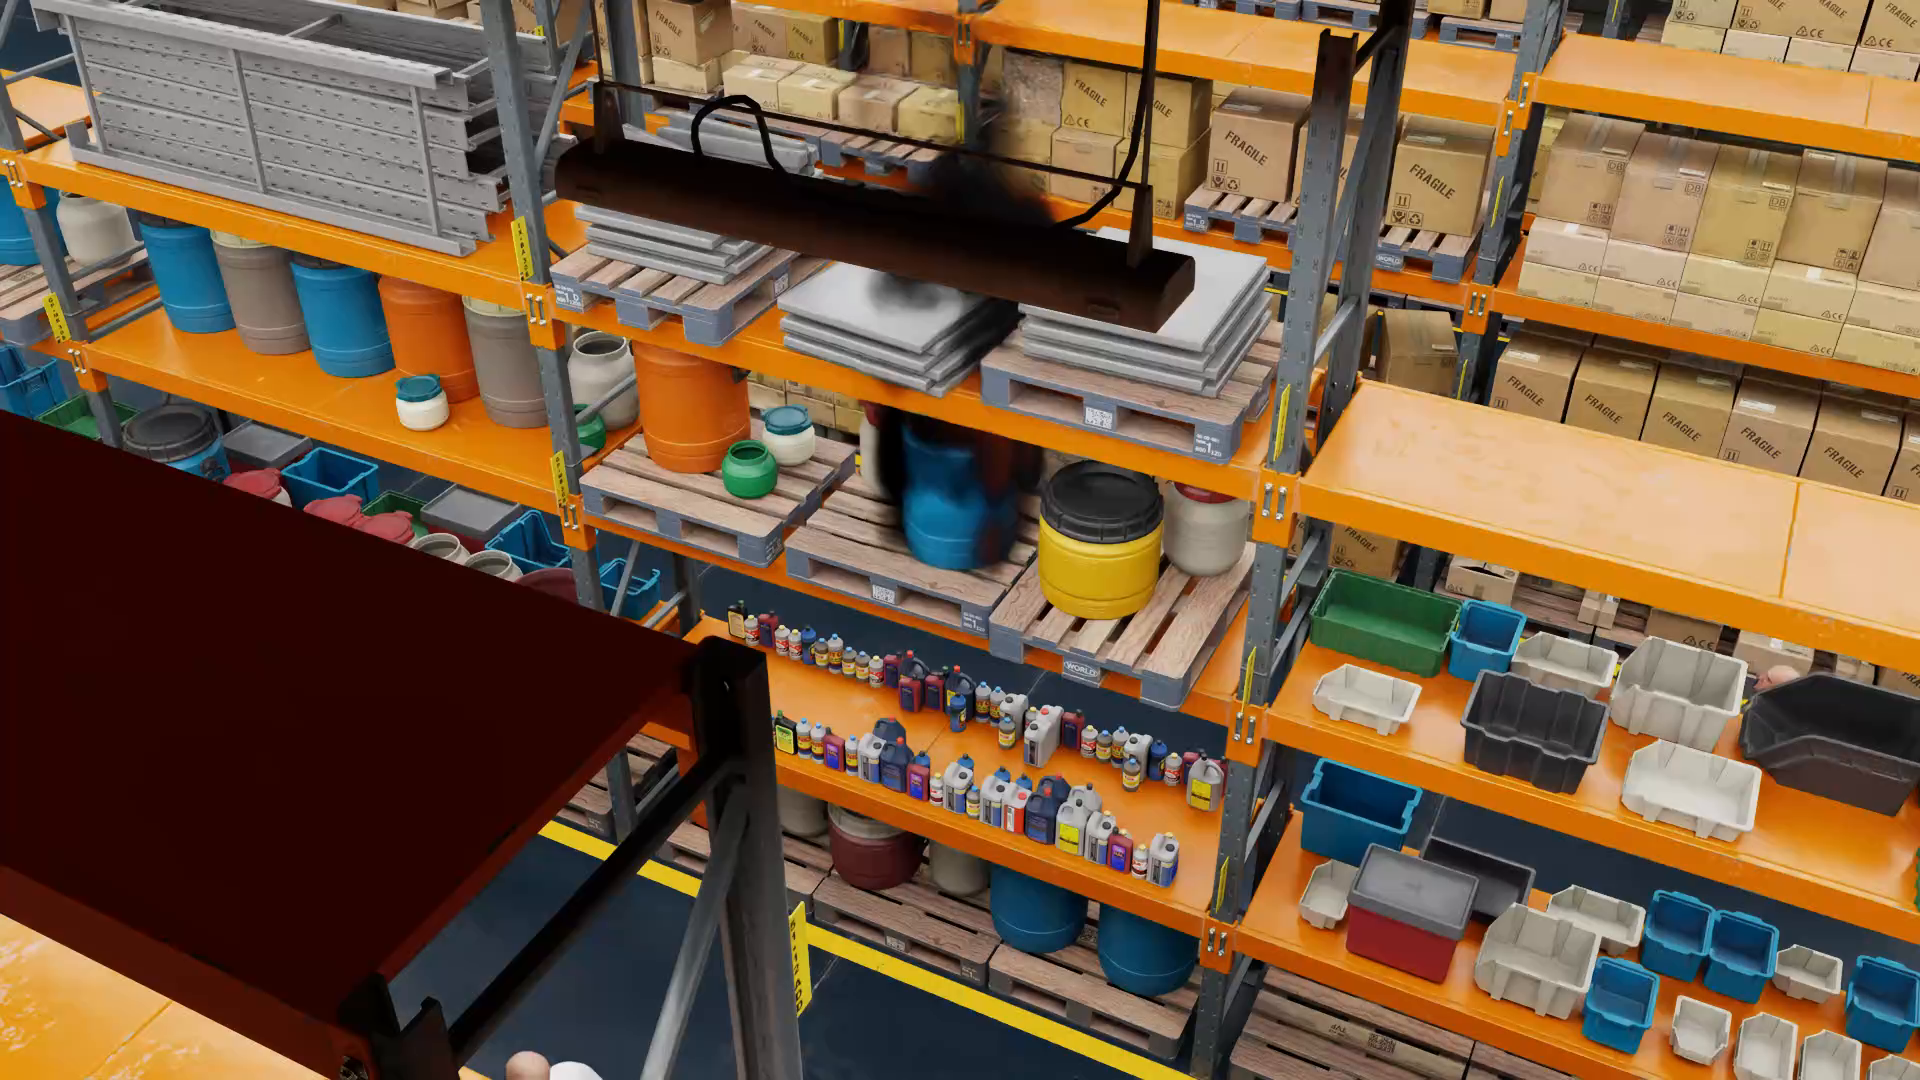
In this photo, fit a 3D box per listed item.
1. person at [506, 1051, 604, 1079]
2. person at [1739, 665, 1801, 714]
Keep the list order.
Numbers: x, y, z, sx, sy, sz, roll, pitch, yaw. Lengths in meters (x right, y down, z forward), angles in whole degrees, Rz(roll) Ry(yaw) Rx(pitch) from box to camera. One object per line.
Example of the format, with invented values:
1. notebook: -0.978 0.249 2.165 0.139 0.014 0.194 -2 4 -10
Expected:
1. person: -1.955 3.056 8.026 0.771 1.743 0.726 18 39 23
2. person: 4.926 1.456 10.327 0.716 1.687 0.658 13 37 17
